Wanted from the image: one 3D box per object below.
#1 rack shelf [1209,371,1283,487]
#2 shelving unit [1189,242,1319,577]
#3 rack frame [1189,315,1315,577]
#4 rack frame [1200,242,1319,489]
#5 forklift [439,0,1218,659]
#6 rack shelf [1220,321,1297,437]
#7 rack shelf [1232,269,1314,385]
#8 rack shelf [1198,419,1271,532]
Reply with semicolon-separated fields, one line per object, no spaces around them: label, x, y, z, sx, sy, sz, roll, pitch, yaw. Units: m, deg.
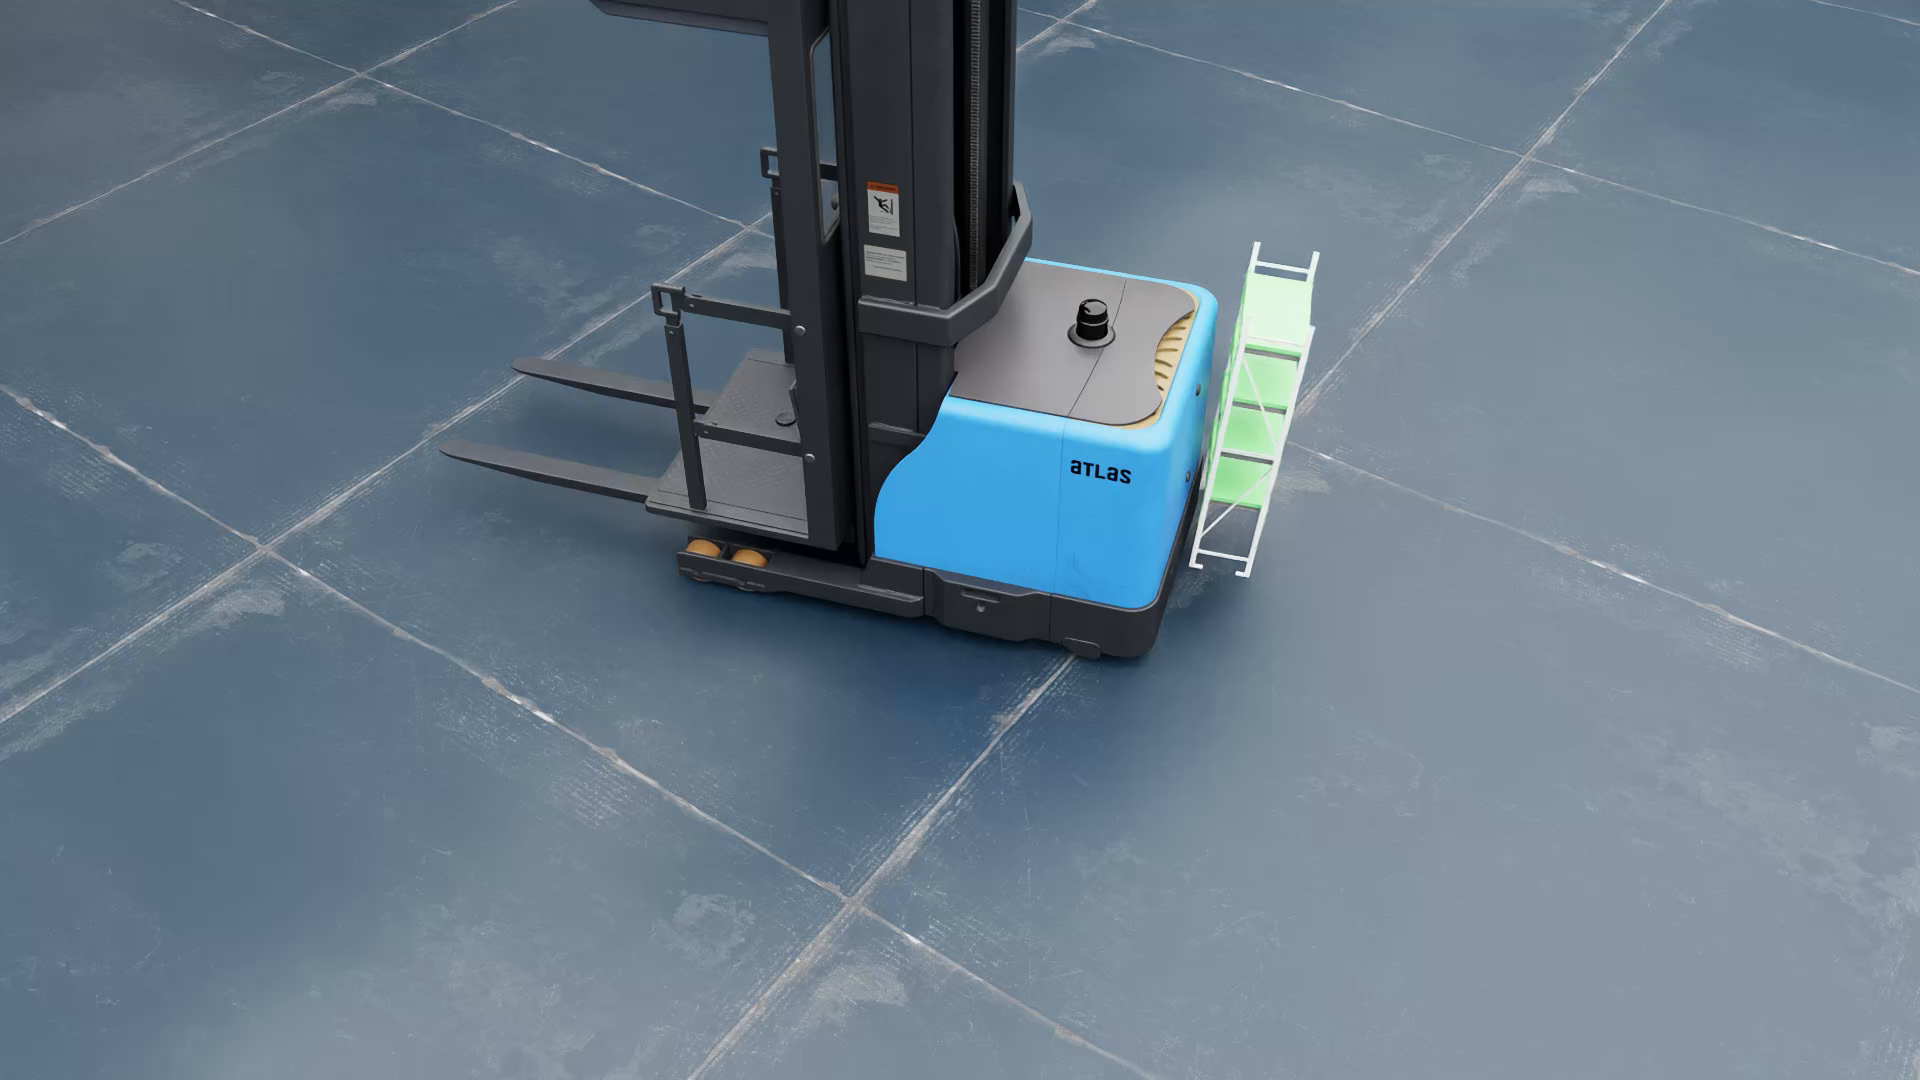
rack shelf;1.113;-0.431;6.415;0.258;0.148;0.480;11;43;5
shelving unit;1.118;-0.478;6.371;0.258;1.200;0.503;11;43;5
rack frame;1.071;-0.319;6.193;0.240;1.200;0.015;11;43;5
rack frame;1.165;-0.638;6.550;0.240;1.200;0.015;11;43;5
forklift;-0.600;-1.215;5.910;3.031;2.935;1.130;12;43;13
rack shelf;1.131;-0.607;6.252;0.258;0.148;0.480;11;43;5
rack shelf;1.148;-0.783;6.090;0.258;0.148;0.480;11;43;5
rack shelf;1.096;-0.255;6.577;0.258;0.148;0.480;11;43;5
